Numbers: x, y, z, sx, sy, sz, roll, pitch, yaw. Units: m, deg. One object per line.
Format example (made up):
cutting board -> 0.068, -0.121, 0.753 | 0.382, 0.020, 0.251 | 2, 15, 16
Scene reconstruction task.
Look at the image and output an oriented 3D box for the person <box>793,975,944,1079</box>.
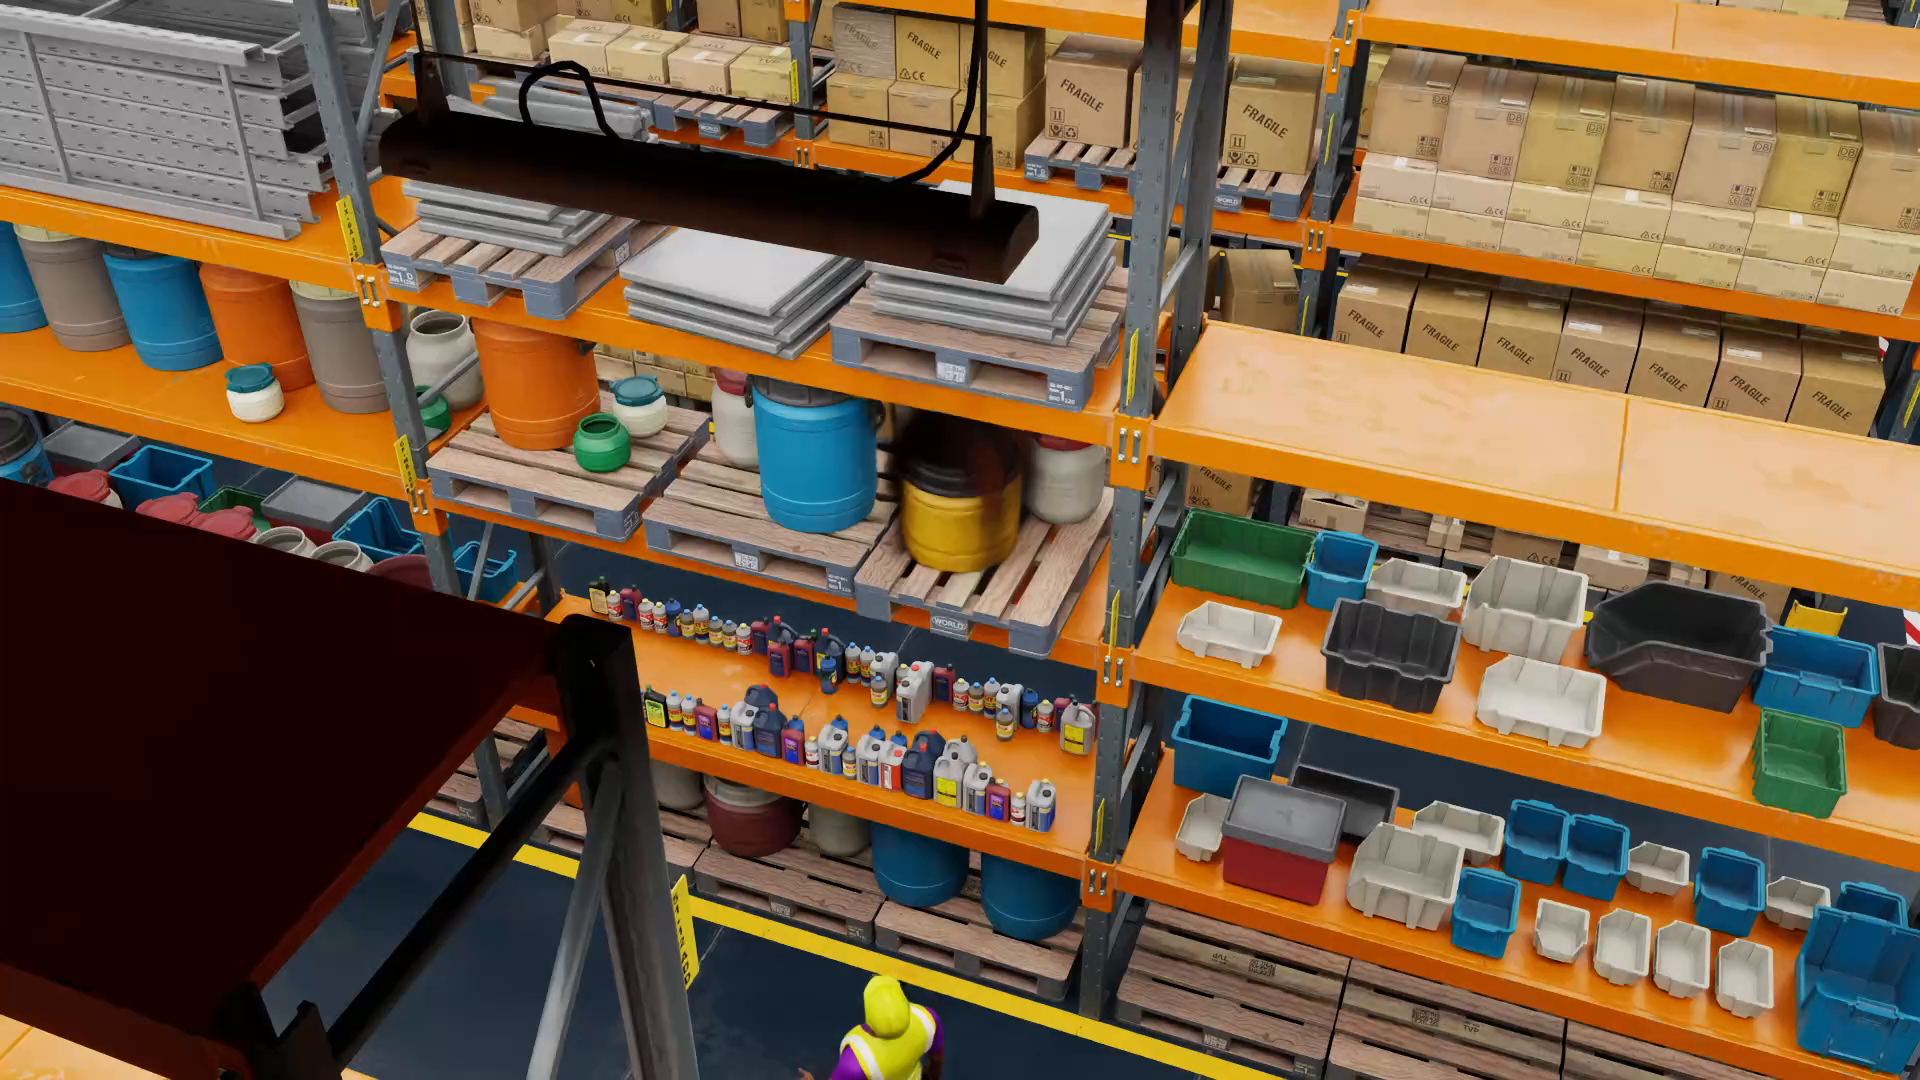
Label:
person -> -0.431, 2.667, 8.077 | 1.054, 1.701, 0.554 | 12, 38, 16
